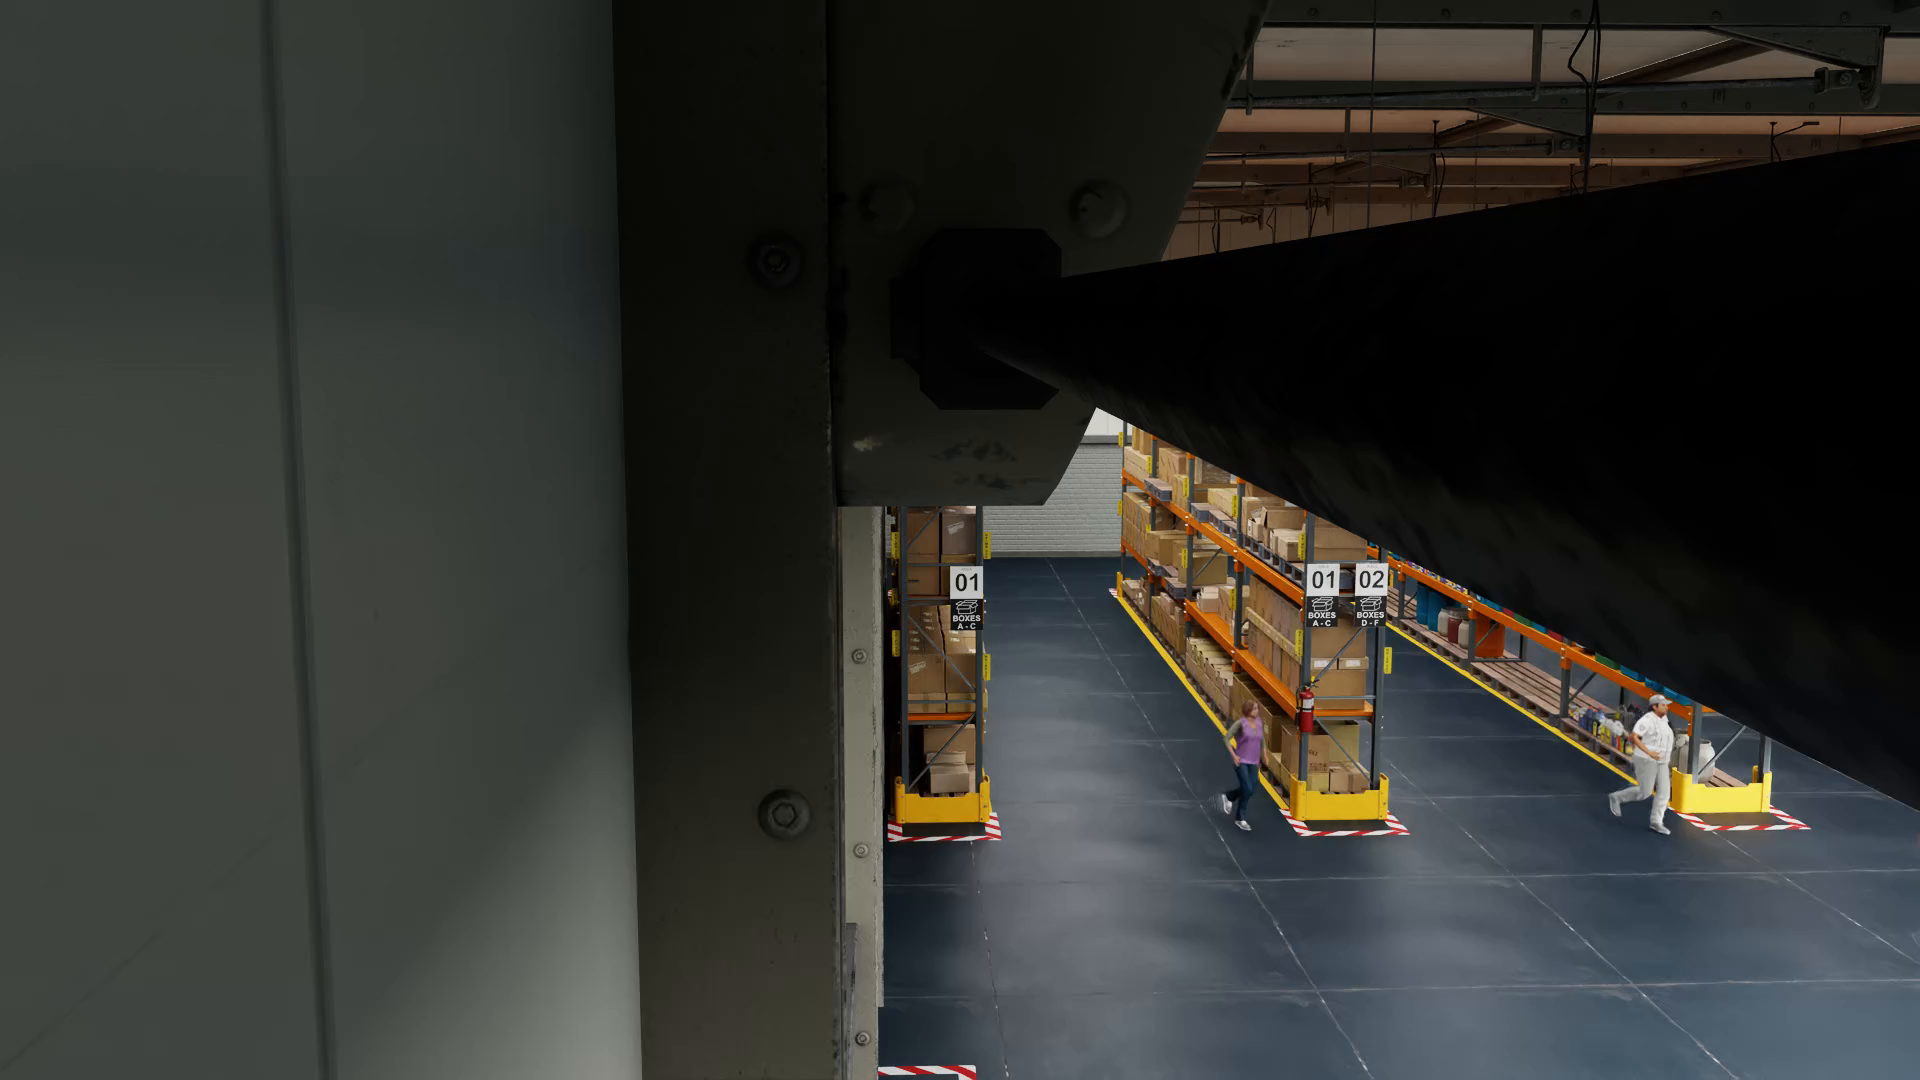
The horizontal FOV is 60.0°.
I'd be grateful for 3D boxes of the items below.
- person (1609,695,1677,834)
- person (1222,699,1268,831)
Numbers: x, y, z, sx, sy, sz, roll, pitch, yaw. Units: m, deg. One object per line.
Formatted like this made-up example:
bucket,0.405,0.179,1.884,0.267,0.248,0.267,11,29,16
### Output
person,8.466,2.698,20.316,0.671,1.607,0.817,-5,9,-32
person,3.478,2.724,20.394,0.590,1.566,0.582,-5,9,-29
